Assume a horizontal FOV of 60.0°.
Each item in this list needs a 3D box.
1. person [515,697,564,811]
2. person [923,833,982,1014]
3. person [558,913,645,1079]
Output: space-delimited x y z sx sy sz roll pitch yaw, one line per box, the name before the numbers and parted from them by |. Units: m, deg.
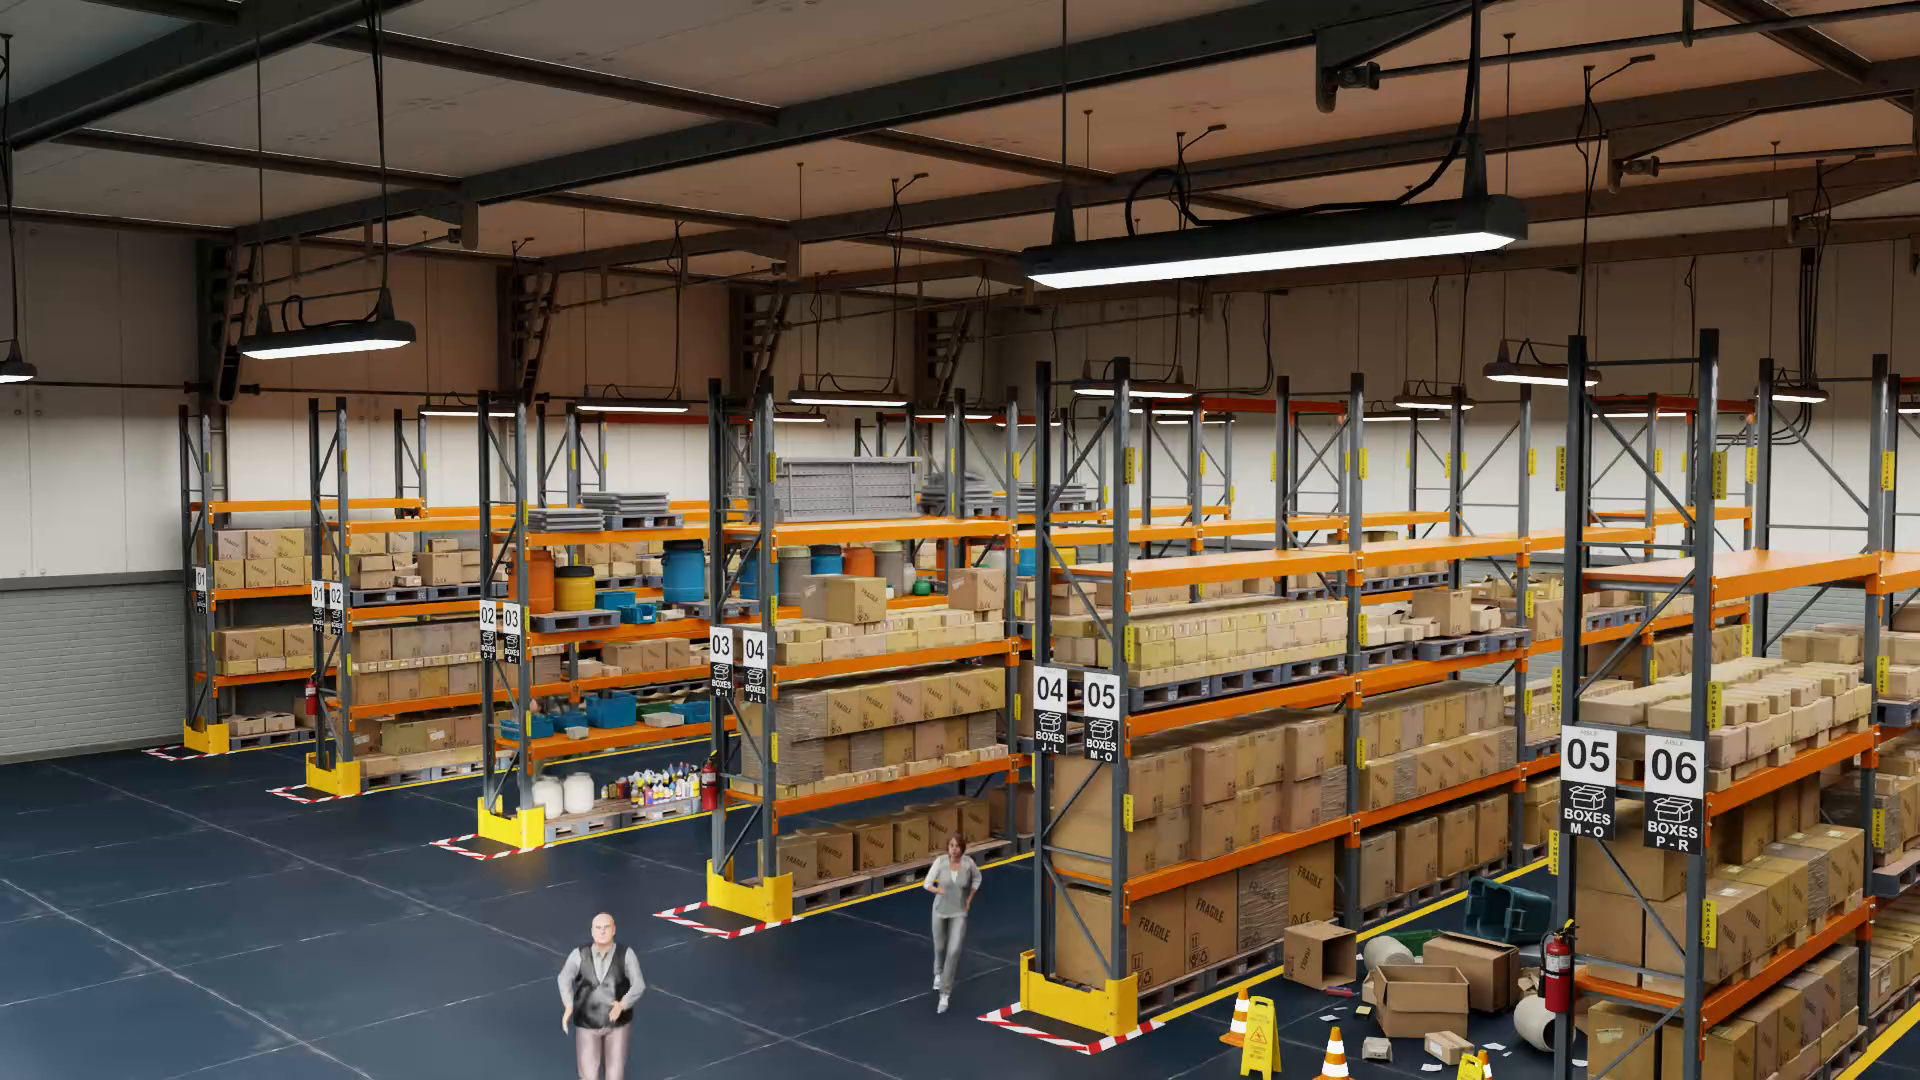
person | -6.117 3.080 24.054 0.571 1.628 0.753 3 4 42
person | -0.071 3.545 15.617 0.540 1.639 0.711 0 3 5
person | -2.695 3.664 12.509 0.650 1.679 0.566 -1 3 -12
